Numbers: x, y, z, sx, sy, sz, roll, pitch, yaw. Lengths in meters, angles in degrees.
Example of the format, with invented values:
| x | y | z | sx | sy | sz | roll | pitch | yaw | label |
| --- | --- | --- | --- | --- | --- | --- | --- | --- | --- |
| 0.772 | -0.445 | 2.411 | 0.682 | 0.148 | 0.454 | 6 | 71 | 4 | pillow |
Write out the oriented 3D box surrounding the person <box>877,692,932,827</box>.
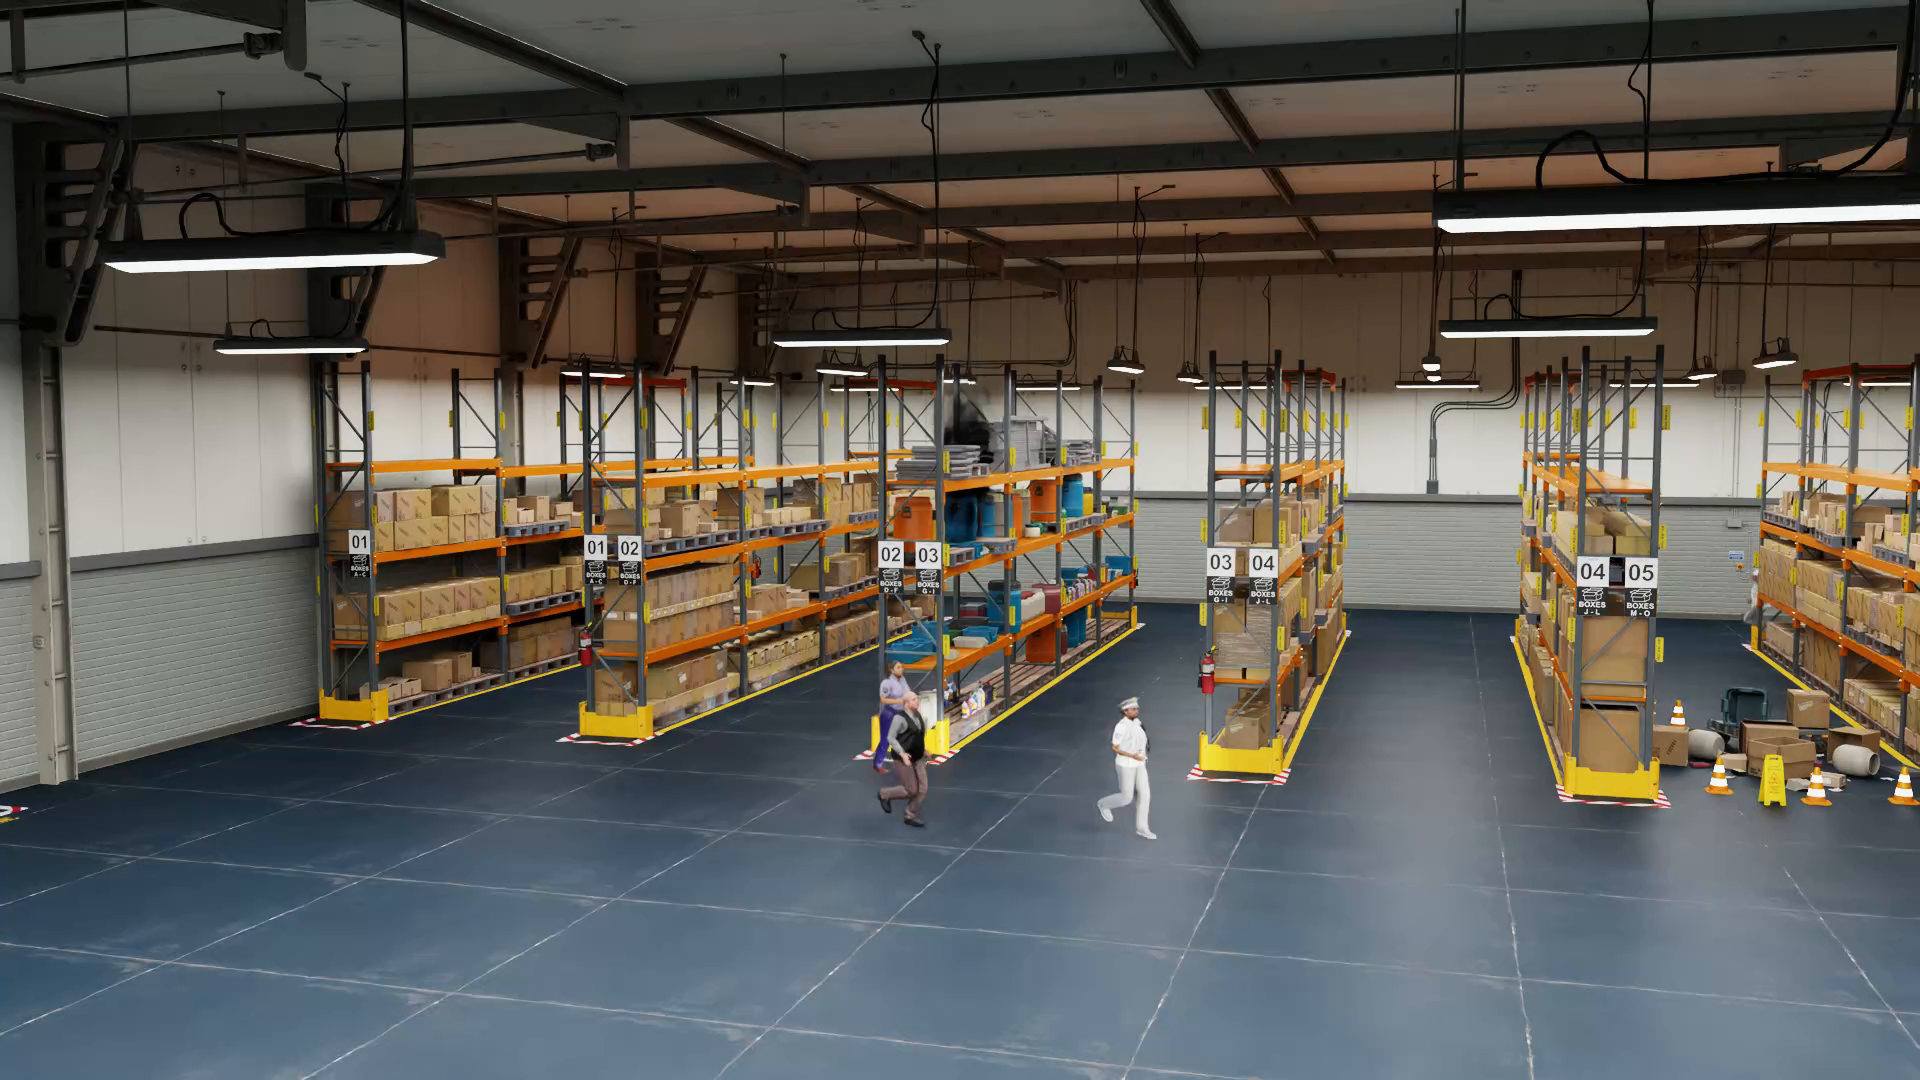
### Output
| x | y | z | sx | sy | sz | roll | pitch | yaw | label |
| --- | --- | --- | --- | --- | --- | --- | --- | --- | --- |
| -0.680 | 2.701 | 20.611 | 0.603 | 1.675 | 0.647 | 3 | 5 | 36 | person |

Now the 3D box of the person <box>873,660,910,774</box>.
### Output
| x | y | z | sx | sy | sz | roll | pitch | yaw | label |
| --- | --- | --- | --- | --- | --- | --- | --- | --- | --- |
| -0.900 | 2.532 | 23.288 | 0.609 | 1.699 | 0.736 | -3 | 5 | -40 | person |

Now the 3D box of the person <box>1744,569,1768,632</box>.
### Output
| x | y | z | sx | sy | sz | roll | pitch | yaw | label |
| --- | --- | --- | --- | --- | --- | --- | --- | --- | --- |
| 18.053 | 1.482 | 37.689 | 0.527 | 1.660 | 0.787 | 3 | 5 | 34 | person |

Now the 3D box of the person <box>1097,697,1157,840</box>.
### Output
| x | y | z | sx | sy | sz | roll | pitch | yaw | label |
| --- | --- | --- | --- | --- | --- | --- | --- | --- | --- |
| 2.045 | 2.728 | 20.117 | 0.579 | 1.692 | 0.851 | -4 | 6 | -44 | person |
